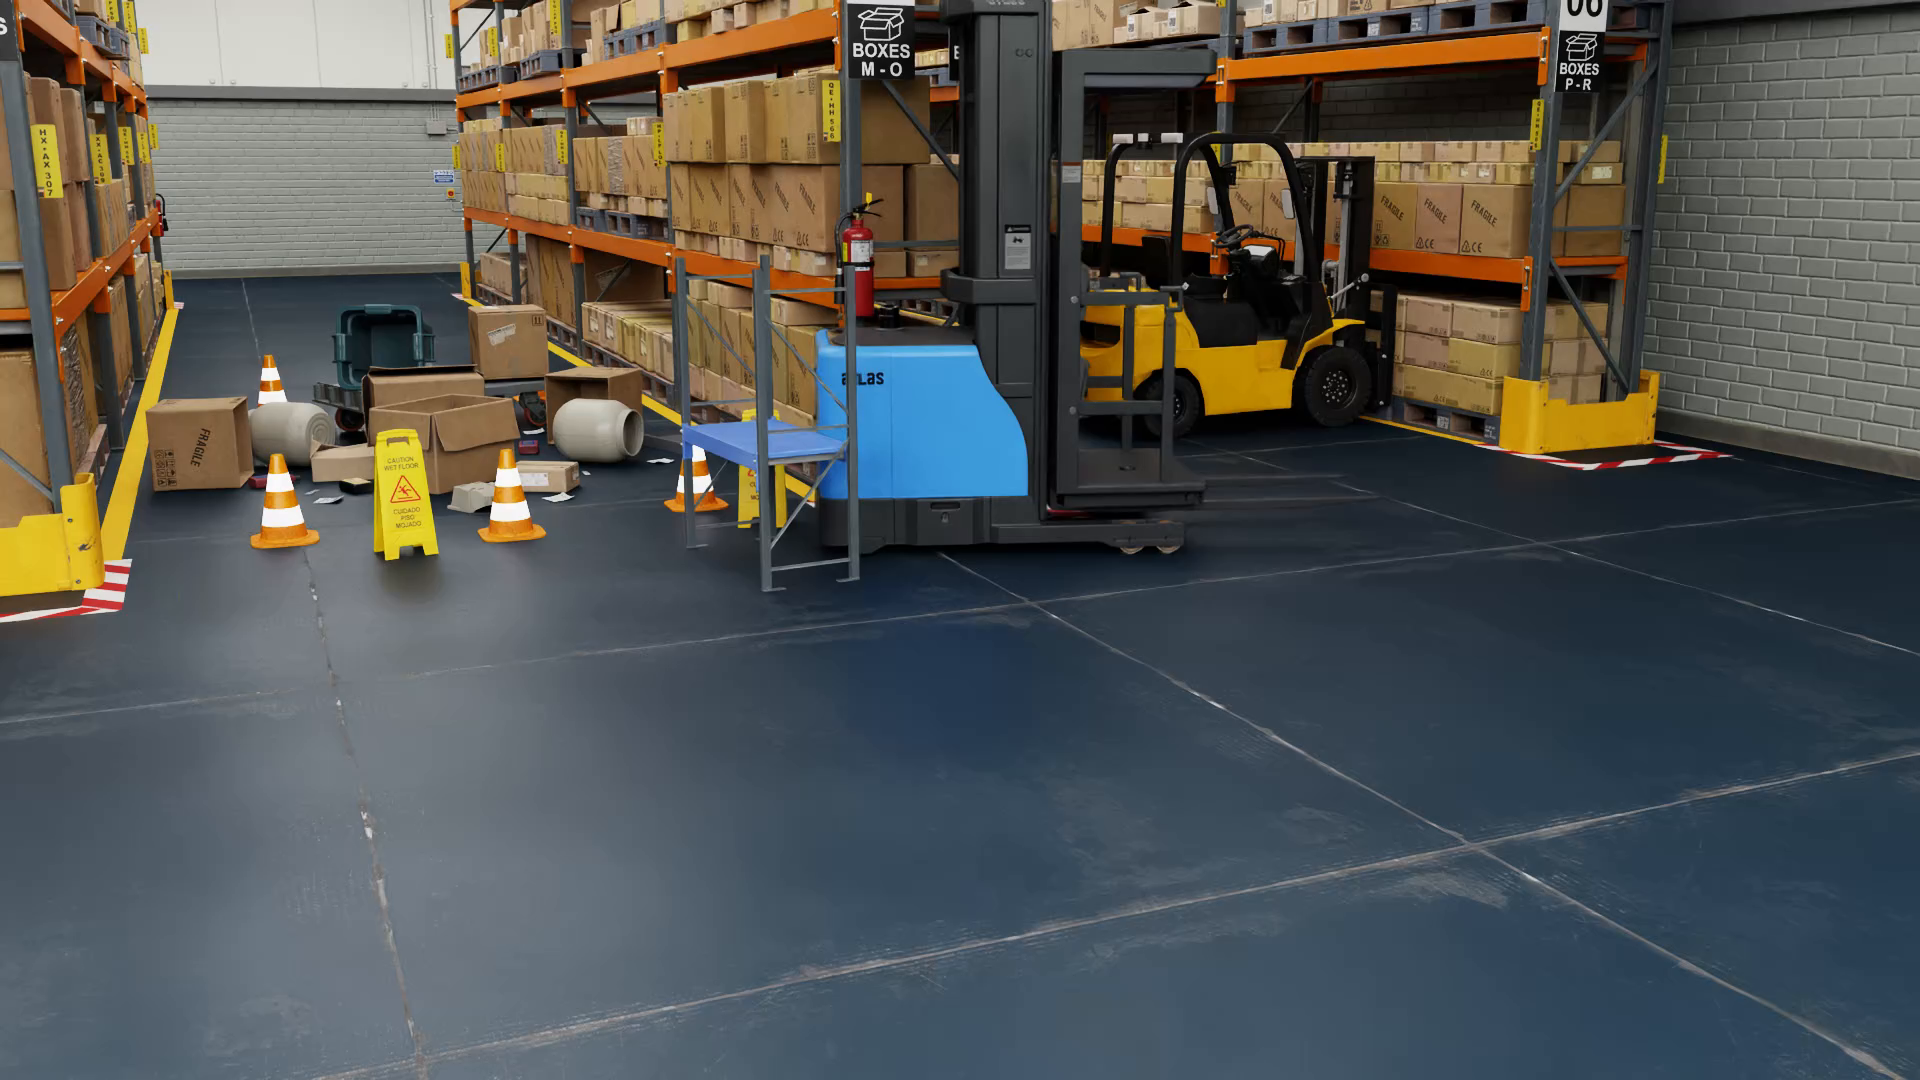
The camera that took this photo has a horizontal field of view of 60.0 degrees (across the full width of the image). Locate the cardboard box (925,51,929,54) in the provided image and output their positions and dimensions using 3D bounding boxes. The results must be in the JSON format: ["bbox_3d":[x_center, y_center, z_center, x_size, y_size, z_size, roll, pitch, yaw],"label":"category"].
[{"bbox_3d":[-0.214,-6.051,20.452,0.380,0.149,0.250,-5,14,-22],"label":"cardboard box"}]

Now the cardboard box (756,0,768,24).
[{"bbox_3d":[-1.076,-3.344,10.571,0.380,0.149,0.250,-6,14,-25],"label":"cardboard box"}]

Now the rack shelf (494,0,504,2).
[{"bbox_3d":[-4.195,-6.133,17.894,1.077,0.370,4.000,-6,14,-23],"label":"rack shelf"}]

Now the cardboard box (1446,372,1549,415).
[{"bbox_3d":[3.879,-1.072,12.017,0.500,0.250,0.500,-6,14,-23],"label":"cardboard box"}]

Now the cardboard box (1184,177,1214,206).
[{"bbox_3d":[2.324,-3.214,15.328,0.500,0.250,0.500,-6,14,-24],"label":"cardboard box"}]

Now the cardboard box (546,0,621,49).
[{"bbox_3d":[-3.683,-5.123,16.540,0.797,0.503,0.637,-7,15,-26],"label":"cardboard box"}]

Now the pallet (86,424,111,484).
[{"bbox_3d":[-6.054,-0.525,10.671,1.003,0.211,1.213,-6,14,-23],"label":"pallet"}]

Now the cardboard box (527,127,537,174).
[{"bbox_3d":[-4.443,-4.275,18.250,0.500,0.500,0.500,-6,14,-24],"label":"cardboard box"}]

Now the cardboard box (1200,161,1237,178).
[{"bbox_3d":[2.414,-3.380,15.163,0.380,0.149,0.250,-5,14,-21],"label":"cardboard box"}]

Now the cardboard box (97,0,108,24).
[{"bbox_3d":[-7.196,-4.357,13.434,0.500,0.311,0.500,-6,14,-23],"label":"cardboard box"}]

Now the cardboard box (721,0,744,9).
[{"bbox_3d":[-1.258,-3.619,10.875,0.500,0.250,0.500,-5,14,-22],"label":"cardboard box"}]

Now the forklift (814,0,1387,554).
[{"bbox_3d":[0.740,-1.477,8.751,3.031,2.935,1.130,-1,13,-6],"label":"forklift"}]

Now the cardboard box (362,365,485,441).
[{"bbox_3d":[-3.595,-0.866,11.195,0.797,0.637,0.503,-6,14,-23],"label":"cardboard box"}]

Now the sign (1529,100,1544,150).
[{"bbox_3d":[3.854,-2.772,11.102,0.100,0.325,0.005,-6,14,-23],"label":"sign"}]

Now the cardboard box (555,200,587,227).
[{"bbox_3d":[-3.835,-3.350,17.026,0.500,0.250,0.500,-6,14,-25],"label":"cardboard box"}]

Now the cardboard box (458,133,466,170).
[{"bbox_3d":[-6.668,-5.406,23.137,0.500,0.500,0.500,-6,14,-24],"label":"cardboard box"}]

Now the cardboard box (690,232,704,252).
[{"bbox_3d":[-1.811,-2.252,12.505,0.380,0.149,0.250,-5,14,-21],"label":"cardboard box"}]

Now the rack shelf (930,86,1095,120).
[{"bbox_3d":[0.351,-5.316,20.128,1.077,0.370,4.000,-6,14,-23],"label":"rack shelf"}]

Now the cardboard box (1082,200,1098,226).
[{"bbox_3d":[1.516,-3.395,17.217,0.500,0.250,0.500,-6,14,-25],"label":"cardboard box"}]

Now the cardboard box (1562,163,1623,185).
[{"bbox_3d":[4.459,-2.597,11.778,0.380,0.149,0.250,-6,14,-24],"label":"cardboard box"}]

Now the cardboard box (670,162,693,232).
[{"bbox_3d":[-1.871,-2.594,12.542,0.500,0.500,0.500,-6,14,-23],"label":"cardboard box"}]

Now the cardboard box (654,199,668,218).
[{"bbox_3d":[-2.251,-2.680,13.421,0.380,0.149,0.250,-5,14,-22],"label":"cardboard box"}]

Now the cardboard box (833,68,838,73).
[{"bbox_3d":[-1.480,-6.546,23.523,0.500,0.250,0.500,-6,14,-24],"label":"cardboard box"}]

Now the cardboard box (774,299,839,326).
[{"bbox_3d":[-0.958,-1.448,10.538,0.380,0.149,0.250,-5,14,-21],"label":"cardboard box"}]

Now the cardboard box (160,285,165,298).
[{"bbox_3d":[-10.496,-3.209,21.474,0.380,0.149,0.250,-5,14,-21],"label":"cardboard box"}]

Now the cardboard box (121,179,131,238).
[{"bbox_3d":[-7.463,-2.854,14.329,0.500,0.500,0.500,-6,14,-23],"label":"cardboard box"}]

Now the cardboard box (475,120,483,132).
[{"bbox_3d":[-6.128,-5.425,21.777,0.380,0.149,0.250,-6,14,-24],"label":"cardboard box"}]

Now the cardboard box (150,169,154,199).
[{"bbox_3d":[-10.476,-4.544,20.971,0.500,0.500,0.500,-6,14,-24],"label":"cardboard box"}]

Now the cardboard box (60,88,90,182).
[{"bbox_3d":[-5.844,-2.465,10.139,0.875,0.550,0.550,-6,14,-23],"label":"cardboard box"}]

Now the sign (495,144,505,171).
[{"bbox_3d":[-5.504,-4.579,19.905,0.100,0.325,0.005,-6,14,-23],"label":"sign"}]

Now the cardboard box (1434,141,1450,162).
[{"bbox_3d":[3.732,-2.861,12.260,0.380,0.149,0.250,-6,14,-23],"label":"cardboard box"}]

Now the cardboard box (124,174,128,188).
[{"bbox_3d":[-8.948,-3.758,17.420,0.380,0.149,0.250,-5,14,-21],"label":"cardboard box"}]

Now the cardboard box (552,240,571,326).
[{"bbox_3d":[-3.948,-2.847,18.298,0.875,0.875,0.875,-5,14,-22],"label":"cardboard box"}]

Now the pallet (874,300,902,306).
[{"bbox_3d":[-0.724,-3.401,23.098,1.003,0.211,1.213,-6,14,-23],"label":"pallet"}]

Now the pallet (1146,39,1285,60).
[{"bbox_3d":[2.389,-4.514,15.494,0.805,0.209,1.217,-6,14,-25],"label":"pallet"}]

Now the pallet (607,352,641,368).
[{"bbox_3d":[-2.598,-1.571,15.188,1.003,0.211,1.213,-6,14,-23],"label":"pallet"}]

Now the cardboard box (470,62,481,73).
[{"bbox_3d":[-6.374,-6.342,22.371,0.380,0.149,0.250,-5,14,-21],"label":"cardboard box"}]

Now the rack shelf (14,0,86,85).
[{"bbox_3d":[-5.486,-2.746,9.024,1.077,0.370,4.000,-6,14,-23],"label":"rack shelf"}]

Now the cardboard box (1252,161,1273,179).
[{"bbox_3d":[2.746,-3.187,14.327,0.380,0.149,0.250,-5,14,-22],"label":"cardboard box"}]

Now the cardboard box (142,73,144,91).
[{"bbox_3d":[-10.669,-5.845,21.154,0.500,0.250,0.500,-6,14,-24],"label":"cardboard box"}]

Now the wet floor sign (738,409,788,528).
[{"bbox_3d":[-1.094,-0.407,9.196,0.267,0.644,0.232,-1,13,-4],"label":"wet floor sign"}]

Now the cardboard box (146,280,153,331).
[{"bbox_3d":[-8.759,-2.451,17.422,0.500,0.500,0.500,-6,14,-24],"label":"cardboard box"}]

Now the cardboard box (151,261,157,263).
[{"bbox_3d":[-10.650,-3.546,21.612,0.380,0.149,0.250,-5,14,-22],"label":"cardboard box"}]

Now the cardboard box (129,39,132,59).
[{"bbox_3d":[-9.660,-5.557,18.800,0.500,0.250,0.500,-6,14,-23],"label":"cardboard box"}]

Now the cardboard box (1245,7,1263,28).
[{"bbox_3d":[2.656,-4.437,14.141,0.380,0.149,0.250,-5,14,-22],"label":"cardboard box"}]

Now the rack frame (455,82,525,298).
[{"bbox_3d":[-6.599,-4.995,23.800,1.000,3.000,0.127,-6,14,-23],"label":"rack frame"}]

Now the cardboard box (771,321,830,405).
[{"bbox_3d":[-0.962,-1.169,10.774,0.500,0.500,0.500,-5,14,-21],"label":"cardboard box"}]

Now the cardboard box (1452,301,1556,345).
[{"bbox_3d":[3.887,-1.558,11.897,0.500,0.250,0.500,-5,14,-21],"label":"cardboard box"}]

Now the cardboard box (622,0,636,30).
[{"bbox_3d":[-2.560,-4.427,14.094,0.500,0.250,0.500,-5,14,-22],"label":"cardboard box"}]

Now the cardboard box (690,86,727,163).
[{"bbox_3d":[-1.453,-2.873,11.530,0.700,0.500,0.500,-6,14,-24],"label":"cardboard box"}]

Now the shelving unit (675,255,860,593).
[{"bbox_3d":[-0.959,-0.614,8.194,0.538,1.500,1.048,-7,15,-28],"label":"shelving unit"}]

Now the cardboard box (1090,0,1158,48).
[{"bbox_3d":[1.627,-5.173,16.541,0.500,0.500,0.500,-5,14,-22],"label":"cardboard box"}]

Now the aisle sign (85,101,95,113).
[{"bbox_3d":[-11.398,-5.782,21.433,0.394,0.787,0.004,-6,14,-23],"label":"aisle sign"}]

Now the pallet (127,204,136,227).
[{"bbox_3d":[-8.720,-3.186,16.410,1.003,0.211,1.213,-6,14,-23],"label":"pallet"}]

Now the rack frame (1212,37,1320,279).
[{"bbox_3d":[2.755,-2.965,15.029,1.000,3.000,0.127,-6,14,-23],"label":"rack frame"}]

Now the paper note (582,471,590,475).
[{"bbox_3d":[-2.410,-0.433,10.717,0.032,0.001,0.123,-6,14,-23],"label":"paper note"}]
